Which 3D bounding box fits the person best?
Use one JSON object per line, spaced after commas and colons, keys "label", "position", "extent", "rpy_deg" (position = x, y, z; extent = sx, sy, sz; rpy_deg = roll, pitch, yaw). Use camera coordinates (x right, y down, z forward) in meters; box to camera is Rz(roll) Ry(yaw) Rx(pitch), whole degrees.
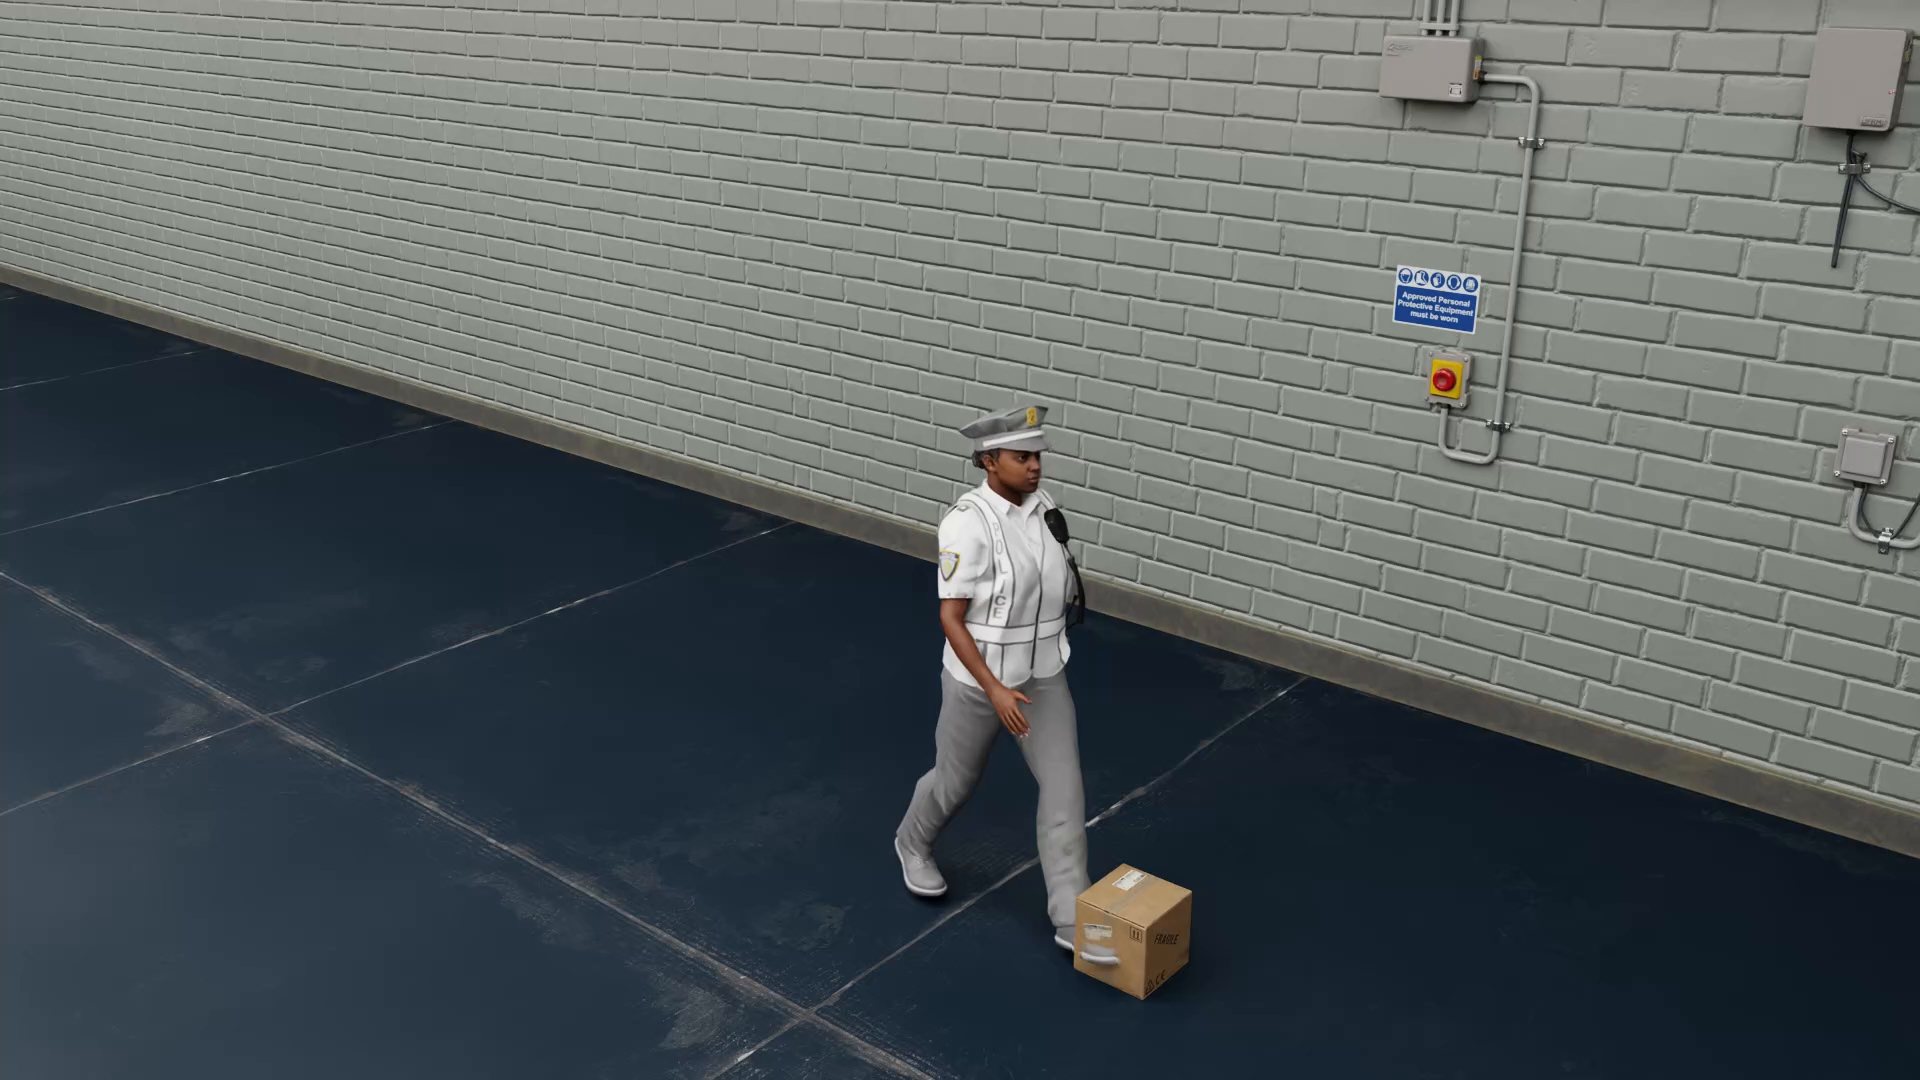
{"label": "person", "position": [0.183, 0.406, 4.961], "extent": [0.508, 1.645, 0.955], "rpy_deg": [-13, 24, -31]}
